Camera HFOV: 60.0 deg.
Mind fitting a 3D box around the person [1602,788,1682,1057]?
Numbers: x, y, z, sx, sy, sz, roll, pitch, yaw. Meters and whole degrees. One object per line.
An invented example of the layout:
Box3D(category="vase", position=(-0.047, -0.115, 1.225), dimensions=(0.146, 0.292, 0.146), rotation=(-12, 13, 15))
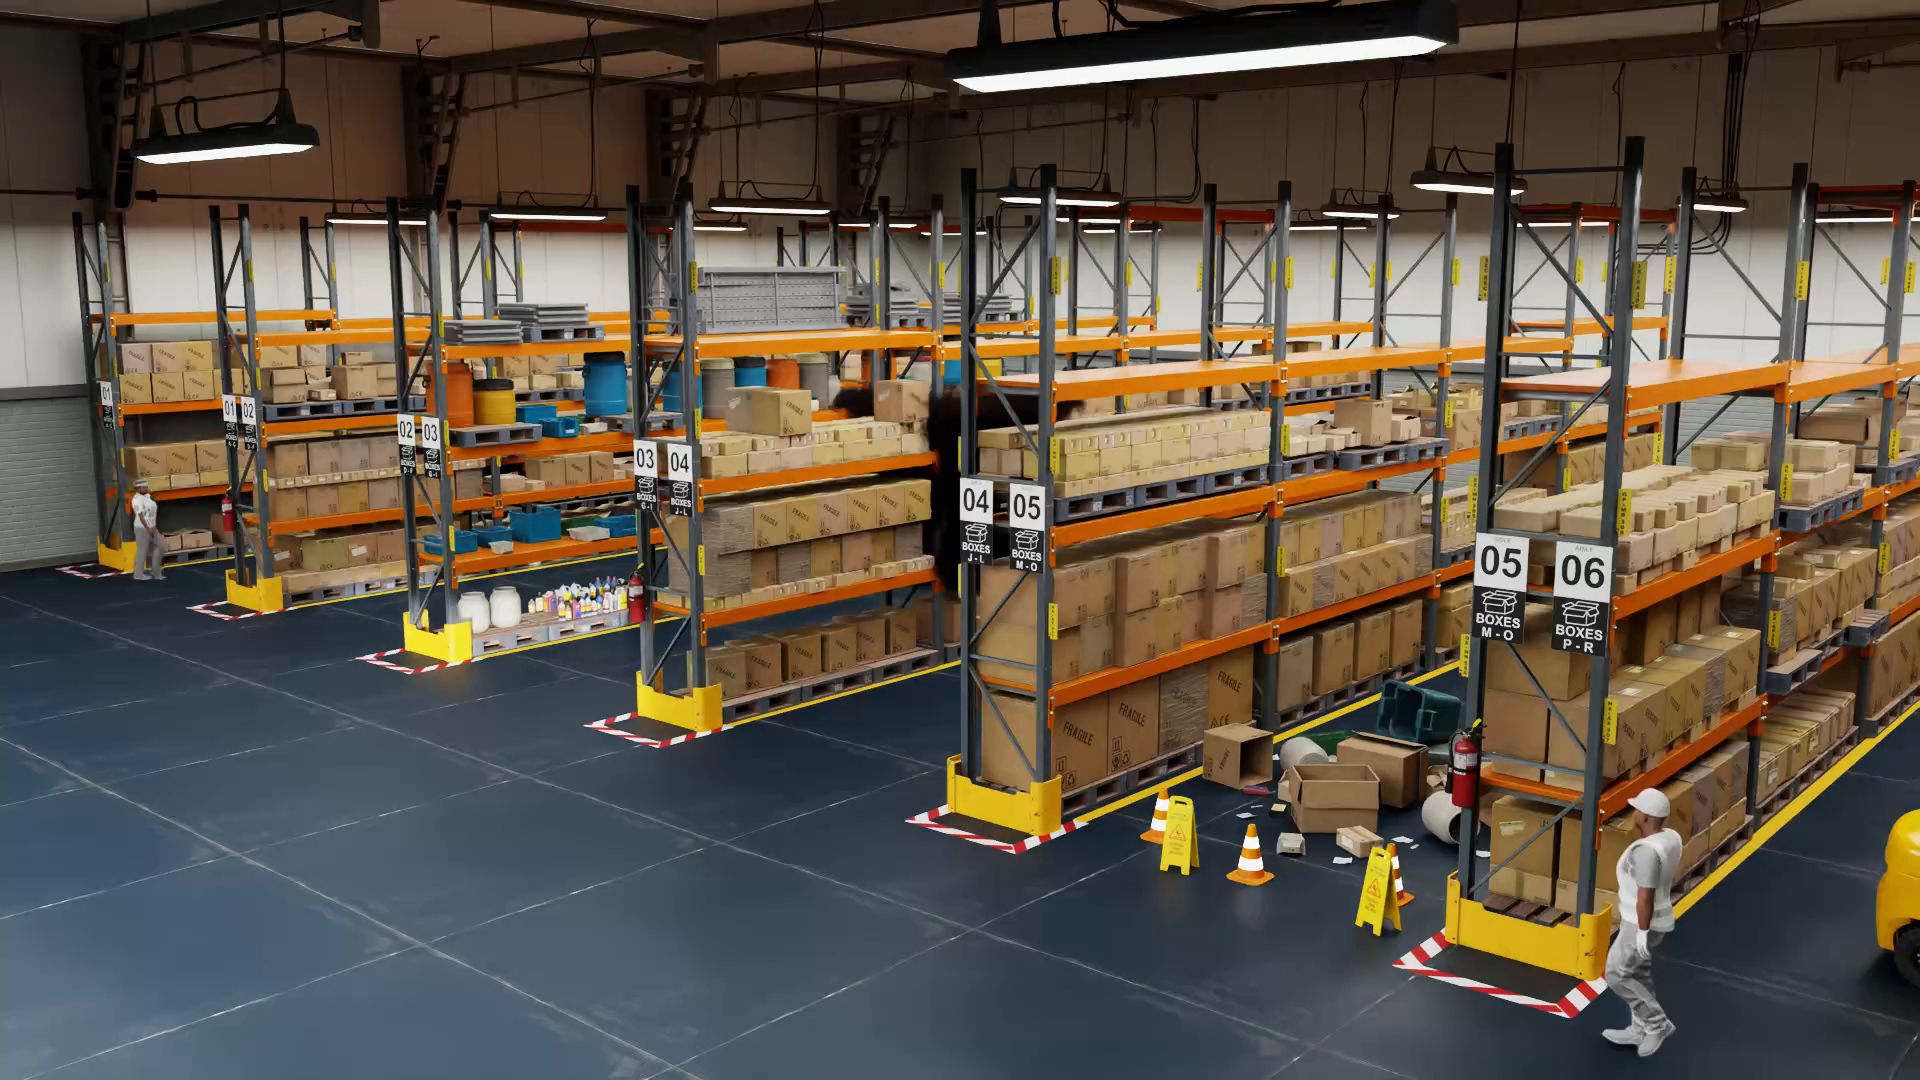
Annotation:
Box3D(category="person", position=(4.459, 2.495, 10.866), dimensions=(0.465, 1.792, 0.567), rotation=(2, 10, 13))

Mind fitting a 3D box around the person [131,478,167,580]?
Box3D(category="person", position=(-13.338, -0.155, 27.259), dimensions=(0.488, 1.726, 0.560), rotation=(-2, 10, -11))
